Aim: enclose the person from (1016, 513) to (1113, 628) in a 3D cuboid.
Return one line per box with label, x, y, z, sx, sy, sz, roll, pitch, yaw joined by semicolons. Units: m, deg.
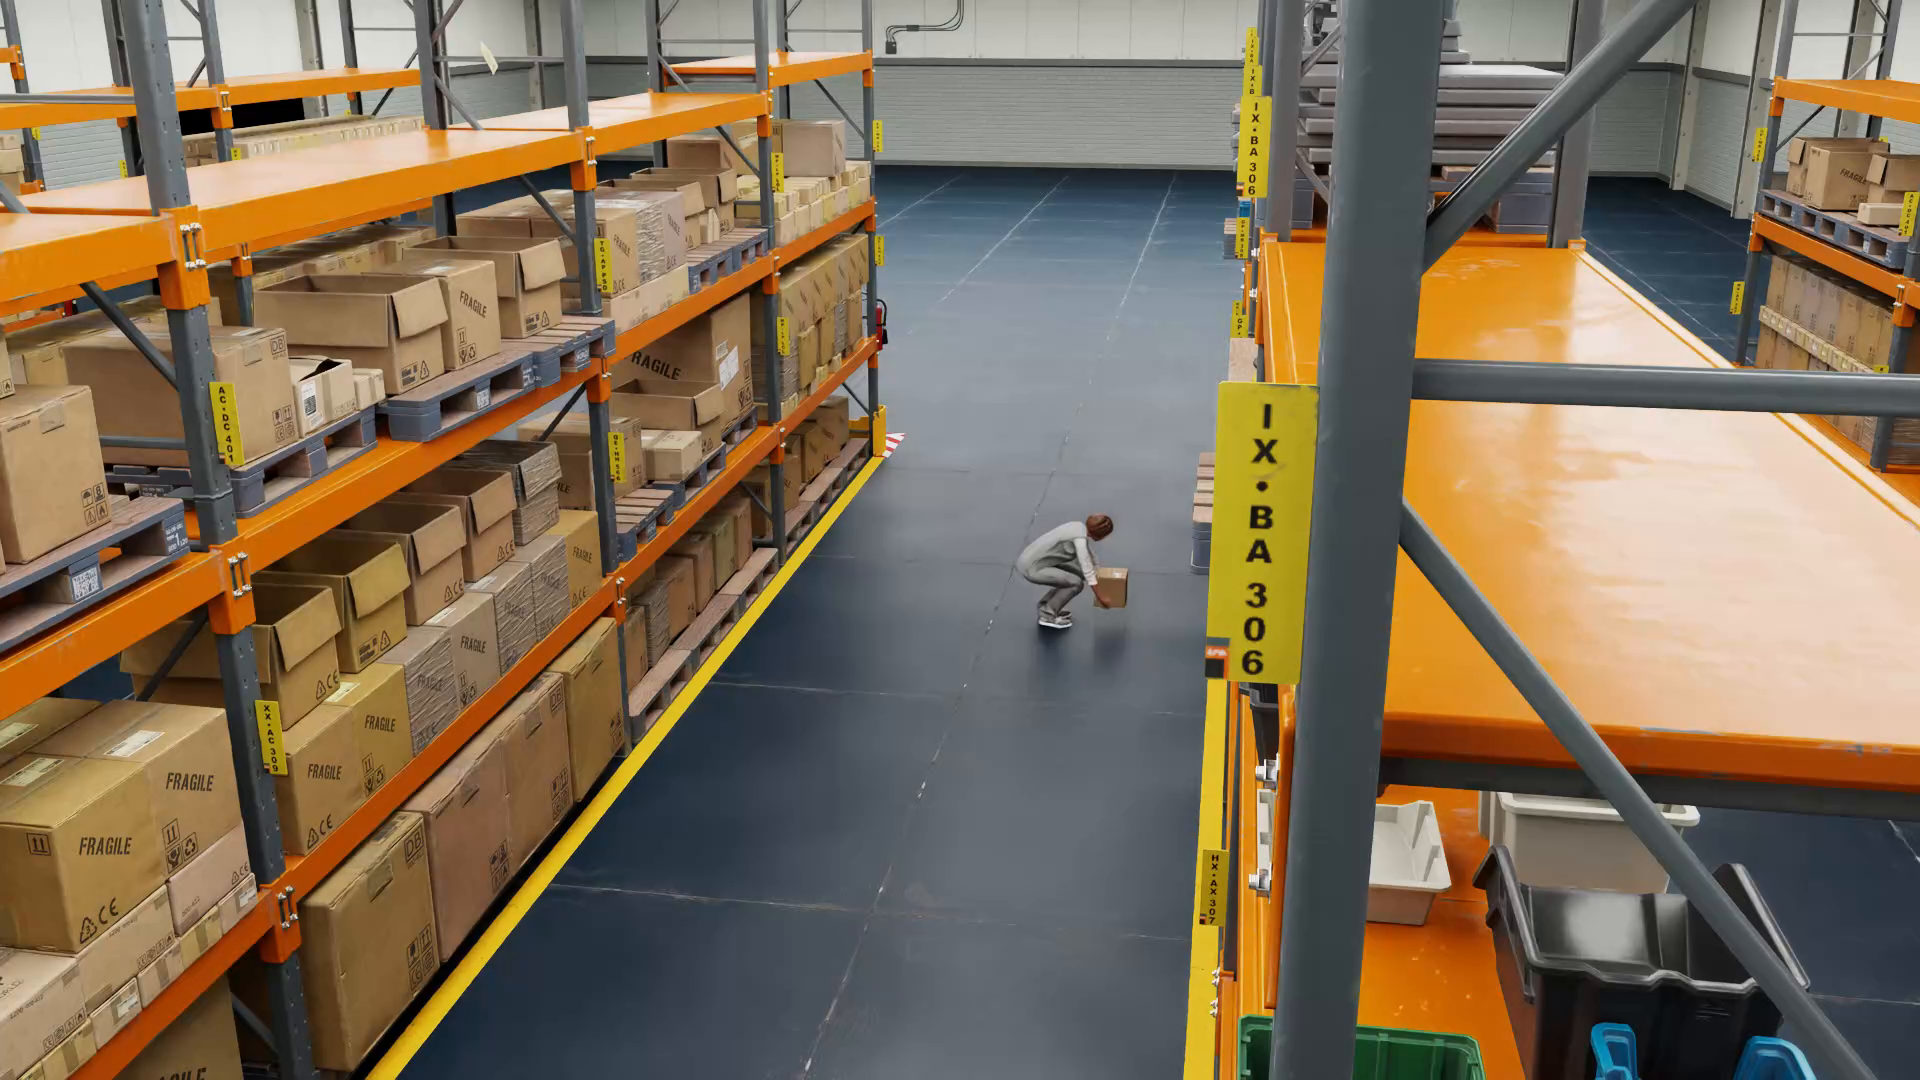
person;0.858;0.232;13.460;0.798;0.918;0.443;3;18;9
